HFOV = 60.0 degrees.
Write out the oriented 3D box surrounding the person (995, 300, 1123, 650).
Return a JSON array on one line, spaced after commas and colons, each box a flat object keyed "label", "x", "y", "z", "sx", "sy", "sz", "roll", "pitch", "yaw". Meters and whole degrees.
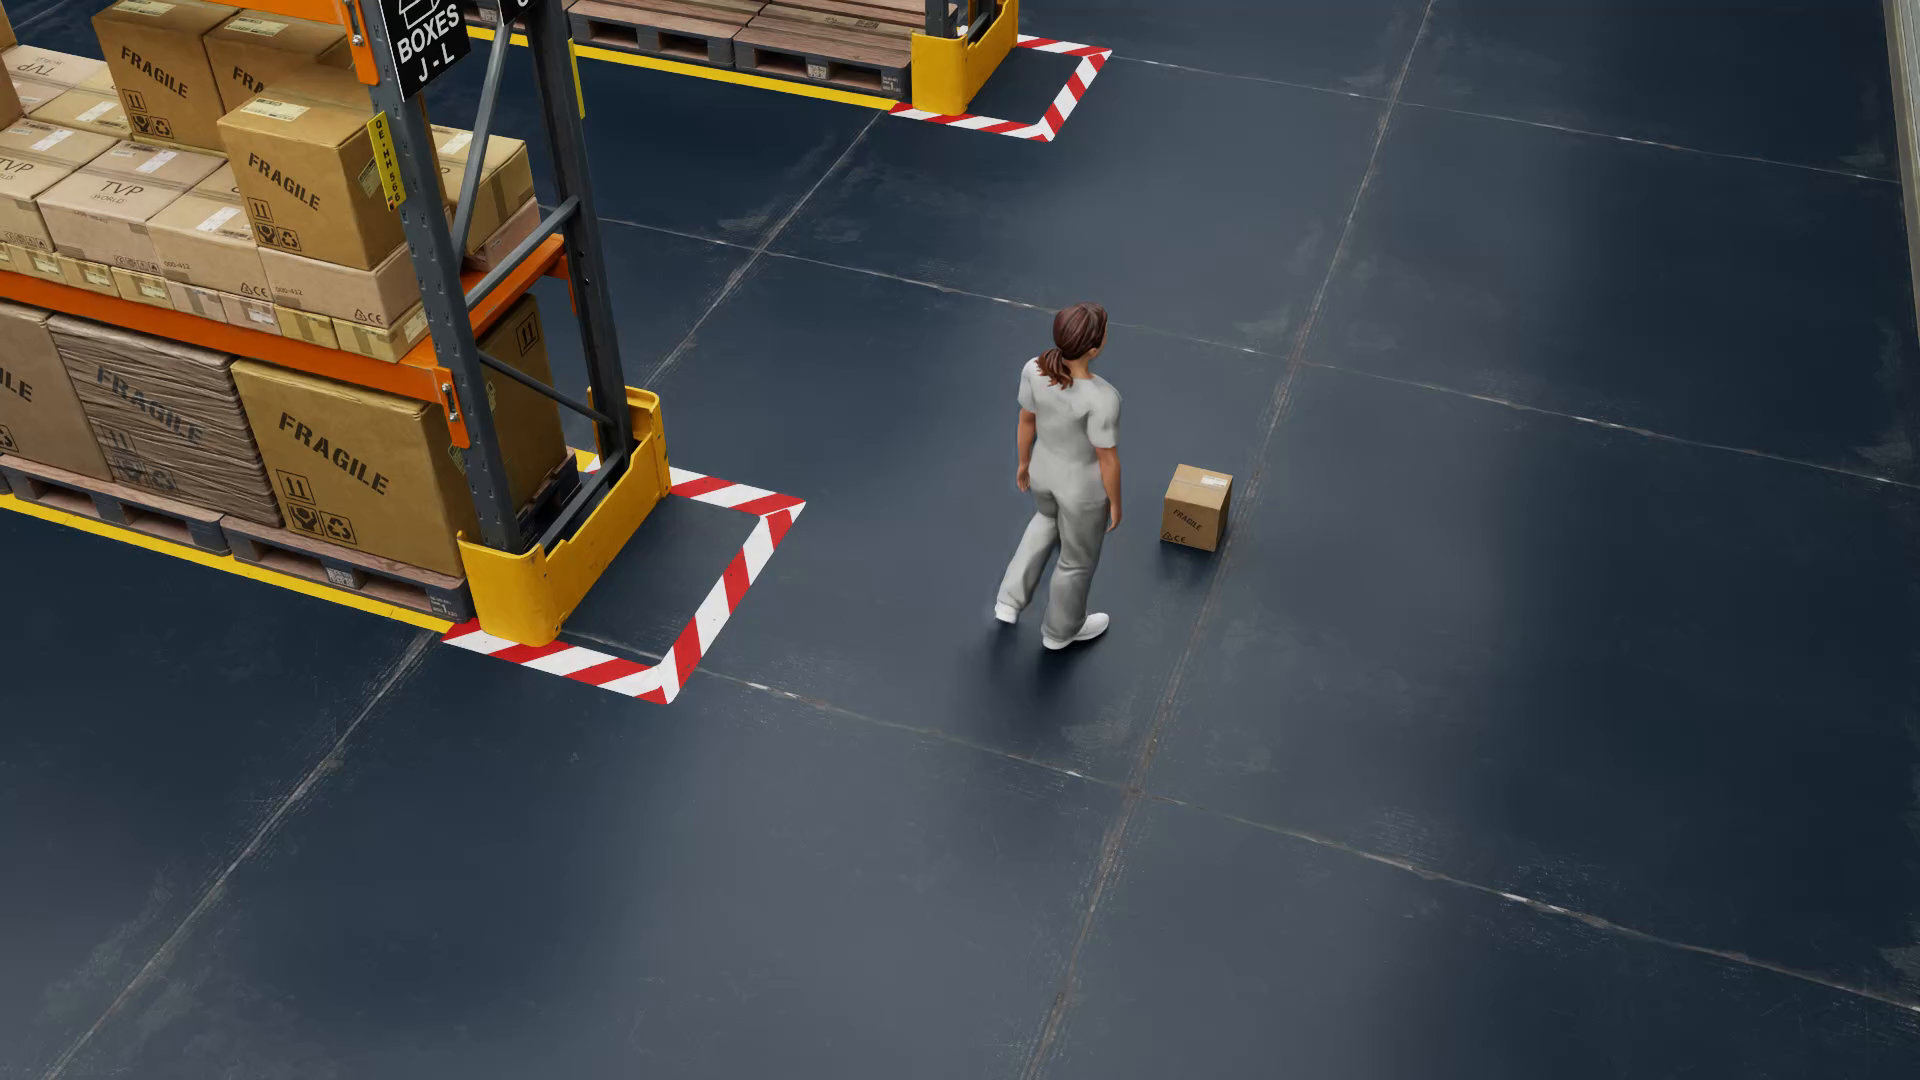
[{"label": "person", "x": 0.393, "y": -0.217, "z": 6.385, "sx": 0.450, "sy": 1.667, "sz": 0.513, "roll": -33, "pitch": 51, "yaw": -31}]
